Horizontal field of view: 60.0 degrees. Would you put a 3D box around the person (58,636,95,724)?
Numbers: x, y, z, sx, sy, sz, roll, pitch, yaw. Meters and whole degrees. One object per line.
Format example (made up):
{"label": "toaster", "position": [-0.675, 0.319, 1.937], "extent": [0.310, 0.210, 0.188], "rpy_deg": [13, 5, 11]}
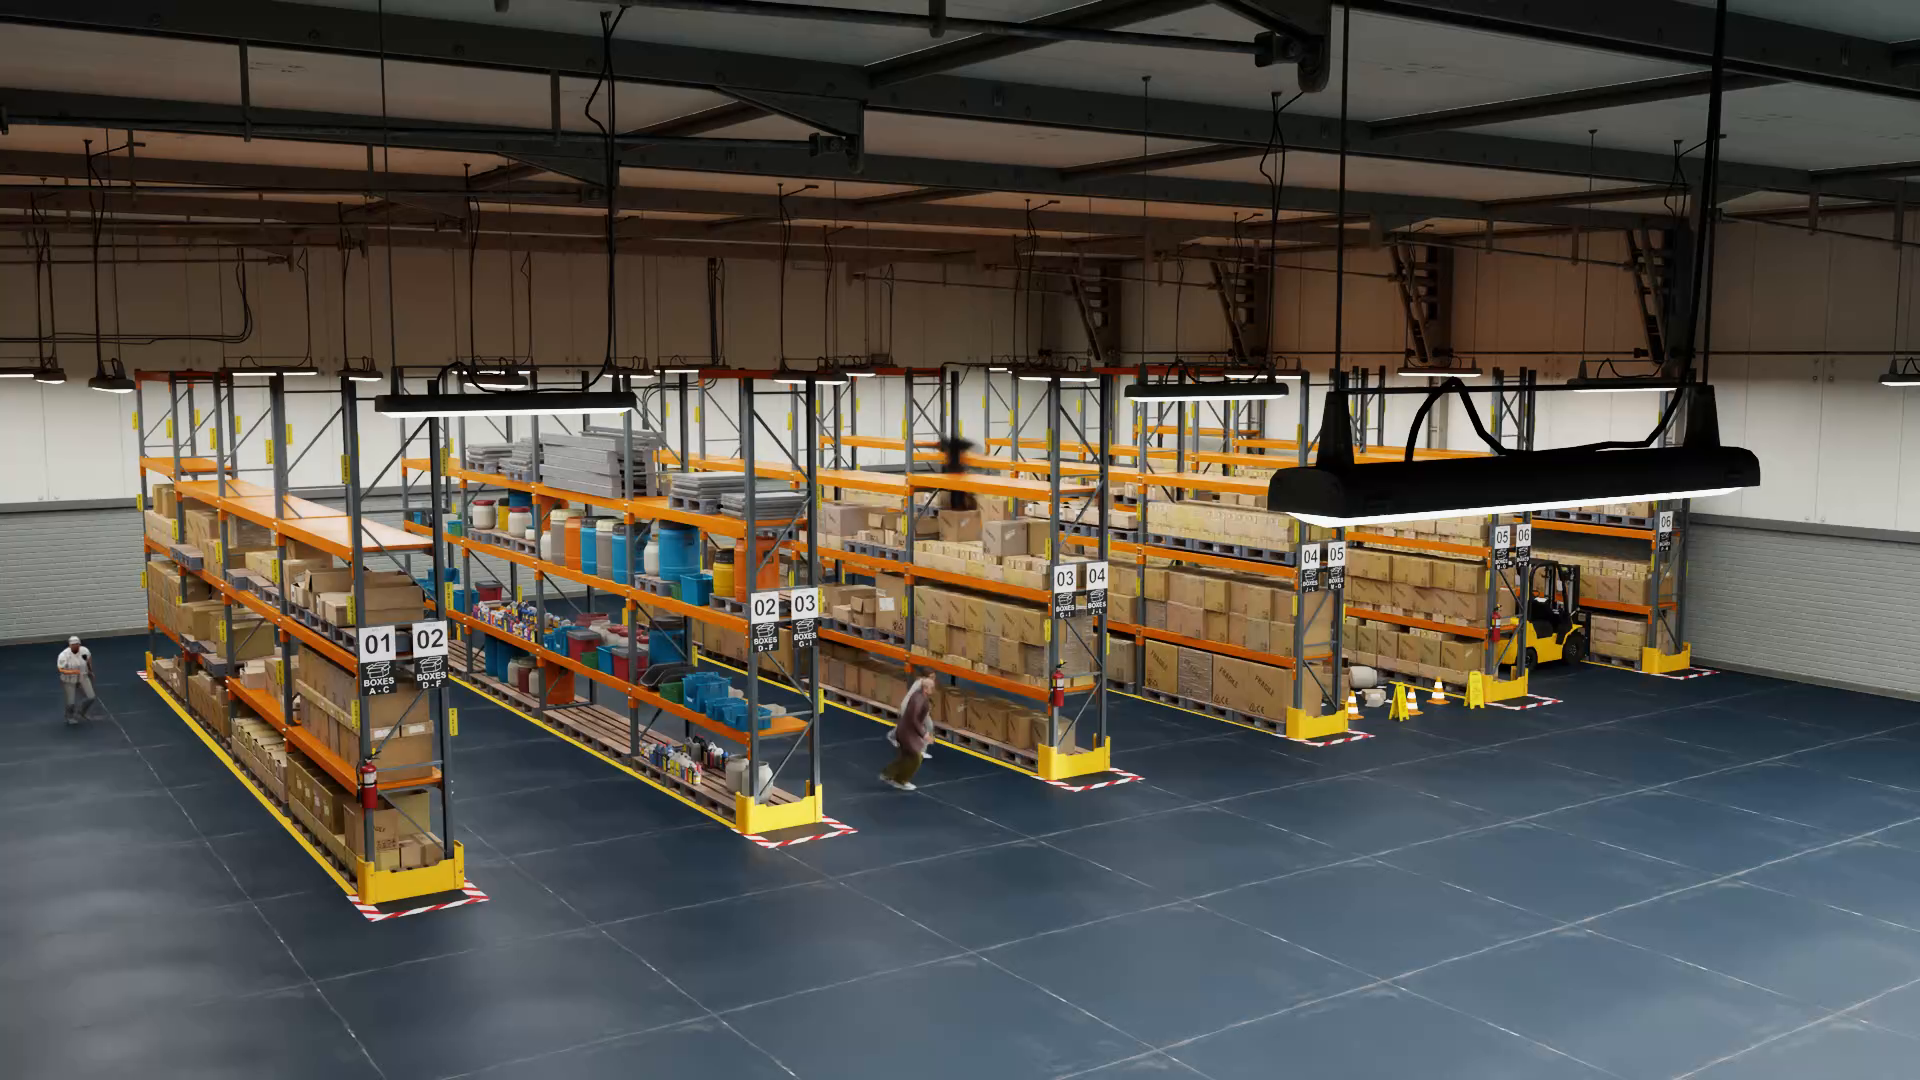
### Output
{"label": "person", "position": [-14.993, 2.378, 28.225], "extent": [0.822, 1.556, 0.612], "rpy_deg": [6, 9, 44]}

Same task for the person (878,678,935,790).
{"label": "person", "position": [-0.772, 2.805, 23.988], "extent": [0.822, 1.666, 0.708], "rpy_deg": [-1, 6, -5]}

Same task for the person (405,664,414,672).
{"label": "person", "position": [-9.976, 2.042, 30.445], "extent": [0.658, 1.728, 0.641], "rpy_deg": [-4, 8, -33]}

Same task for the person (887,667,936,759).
{"label": "person", "position": [-0.803, 2.675, 26.164], "extent": [1.083, 1.473, 0.548], "rpy_deg": [5, 8, 38]}
